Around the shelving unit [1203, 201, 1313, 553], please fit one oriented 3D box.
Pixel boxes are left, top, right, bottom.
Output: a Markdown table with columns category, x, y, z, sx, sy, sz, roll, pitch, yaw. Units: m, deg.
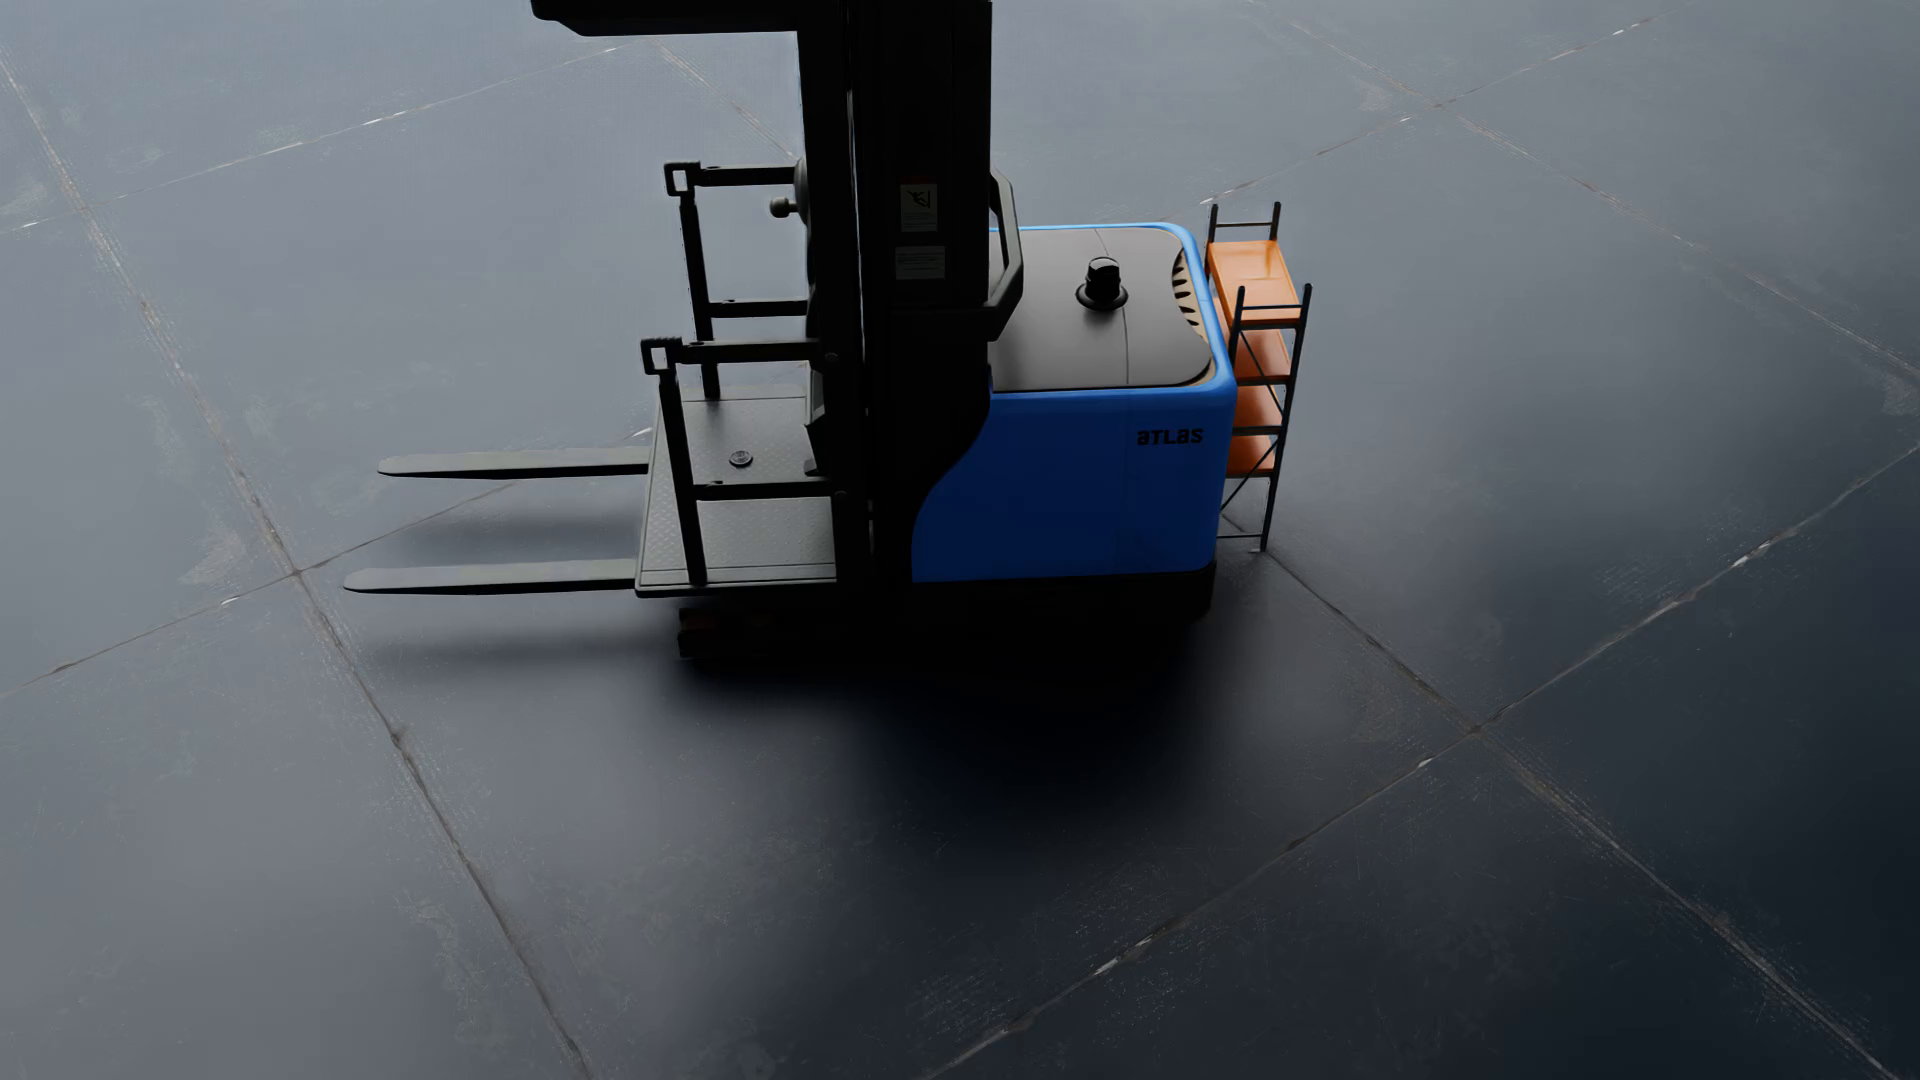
| category | x | y | z | sx | sy | sz | roll | pitch | yaw |
| --- | --- | --- | --- | --- | --- | --- | --- | --- | --- |
| shelving unit | 1.003 | -0.556 | 5.963 | 0.258 | 1.200 | 0.503 | -3 | 44 | -3 |

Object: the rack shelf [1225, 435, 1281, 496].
| category | x | y | z | sx | sy | sz | roll | pitch | yaw |
| --- | --- | --- | --- | --- | --- | --- | --- | --- | --- |
| rack shelf | 1.003 | -0.363 | 6.147 | 0.258 | 0.148 | 0.480 | -3 | 44 | -3 |

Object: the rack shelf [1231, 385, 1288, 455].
| category | x | y | z | sx | sy | sz | roll | pitch | yaw |
| --- | --- | --- | --- | --- | --- | --- | --- | --- | --- |
| rack shelf | 1.003 | -0.507 | 6.010 | 0.258 | 0.148 | 0.480 | -3 | 44 | -3 |

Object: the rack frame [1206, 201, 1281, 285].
| category | x | y | z | sx | sy | sz | roll | pitch | yaw |
| --- | --- | --- | --- | --- | --- | --- | --- | --- | --- |
| rack frame | 0.987 | -0.724 | 6.139 | 0.240 | 1.200 | 0.015 | -3 | 44 | -3 |

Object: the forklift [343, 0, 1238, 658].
| category | x | y | z | sx | sy | sz | roll | pitch | yaw |
| --- | --- | --- | --- | --- | --- | --- | --- | --- | --- |
| forklift | -0.645 | -1.024 | 5.200 | 3.031 | 2.935 | 1.130 | -2 | 44 | -2 |

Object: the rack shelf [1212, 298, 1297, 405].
| category | x | y | z | sx | sy | sz | roll | pitch | yaw |
| --- | --- | --- | --- | --- | --- | --- | --- | --- | --- |
| rack shelf | 1.003 | -0.669 | 5.855 | 0.258 | 0.148 | 0.480 | -3 | 44 | -3 |

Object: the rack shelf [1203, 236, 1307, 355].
| category | x | y | z | sx | sy | sz | roll | pitch | yaw |
| --- | --- | --- | --- | --- | --- | --- | --- | --- | --- |
| rack shelf | 1.003 | -0.840 | 5.692 | 0.258 | 0.148 | 0.480 | -3 | 44 | -3 |

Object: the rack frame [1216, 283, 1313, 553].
| category | x | y | z | sx | sy | sz | roll | pitch | yaw |
| --- | --- | --- | --- | --- | --- | --- | --- | --- | --- |
| rack frame | 1.020 | -0.388 | 5.787 | 0.240 | 1.200 | 0.015 | -3 | 44 | -3 |
